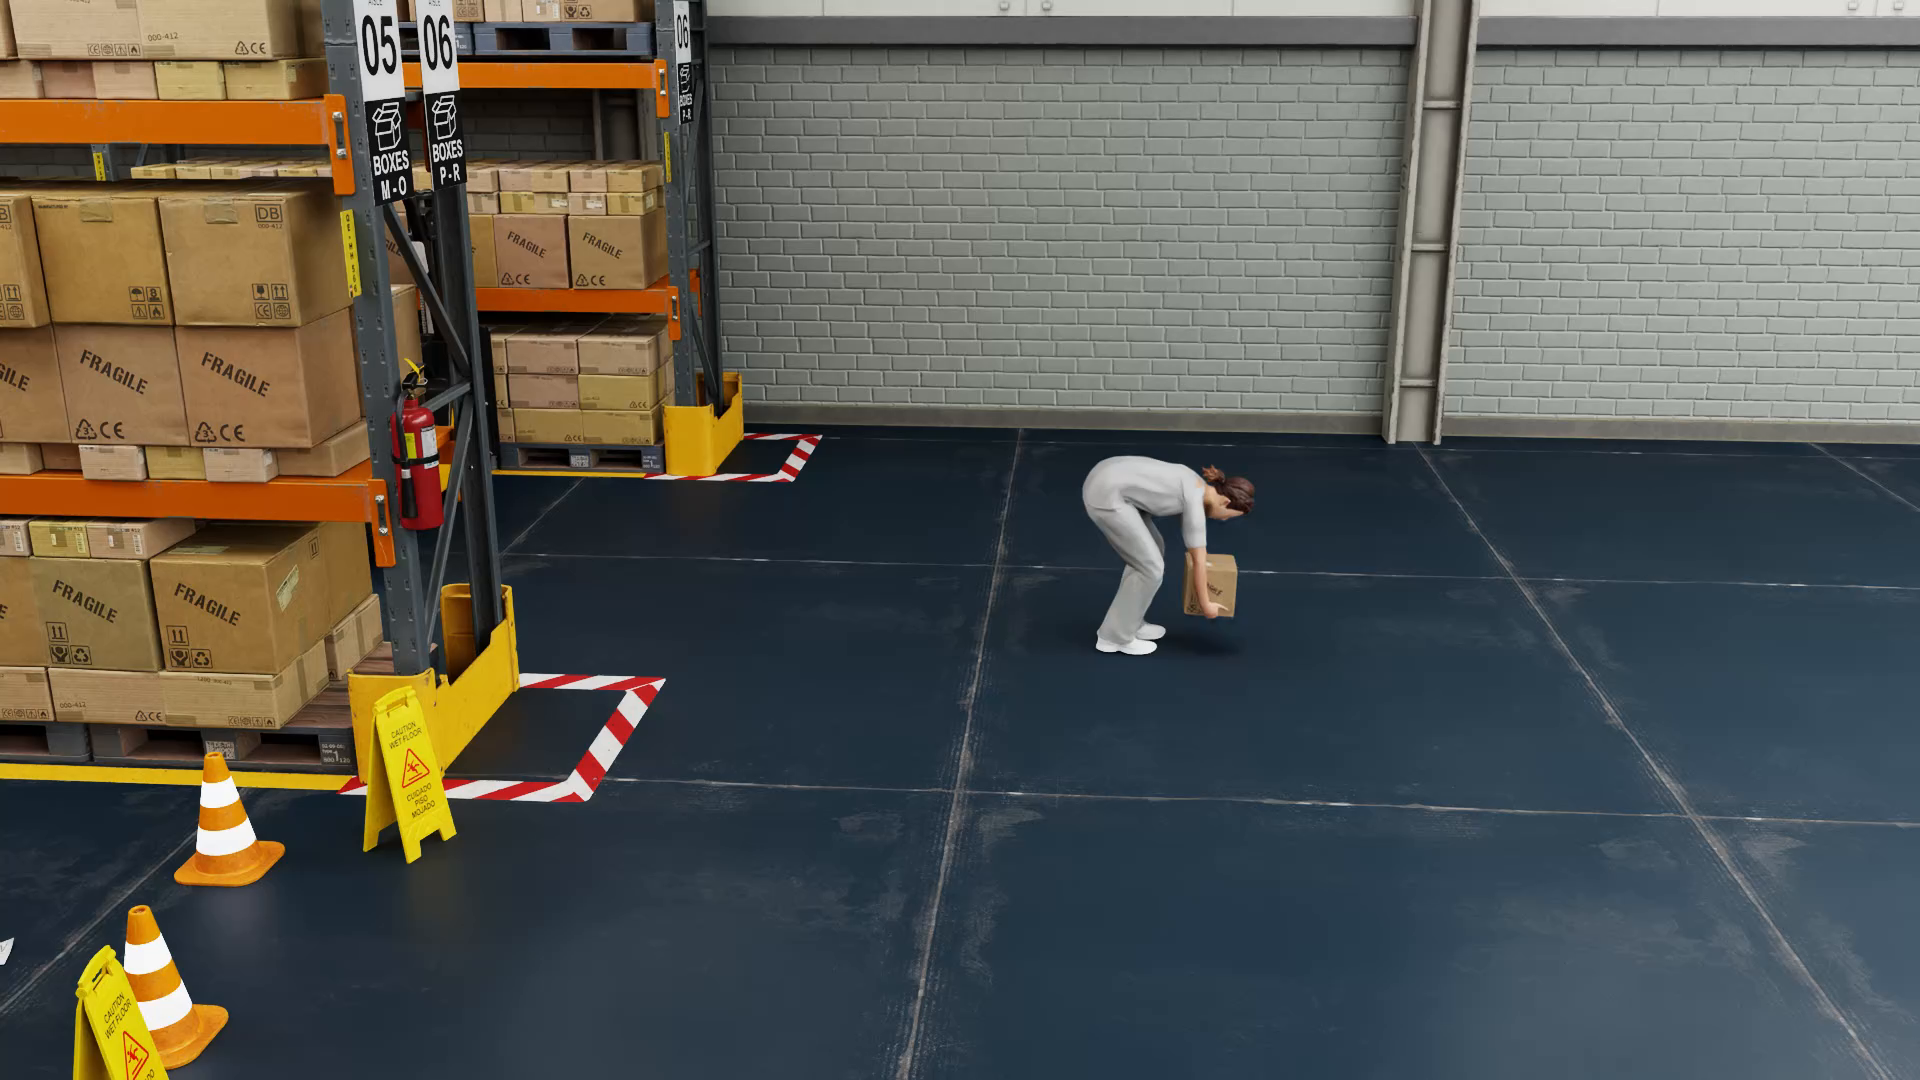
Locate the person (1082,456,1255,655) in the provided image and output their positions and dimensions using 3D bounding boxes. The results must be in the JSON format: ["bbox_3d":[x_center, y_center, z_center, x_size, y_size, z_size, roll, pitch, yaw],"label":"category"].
[{"bbox_3d":[1.047,0.067,8.461,0.866,0.998,0.435,1,18,2],"label":"person"}]
